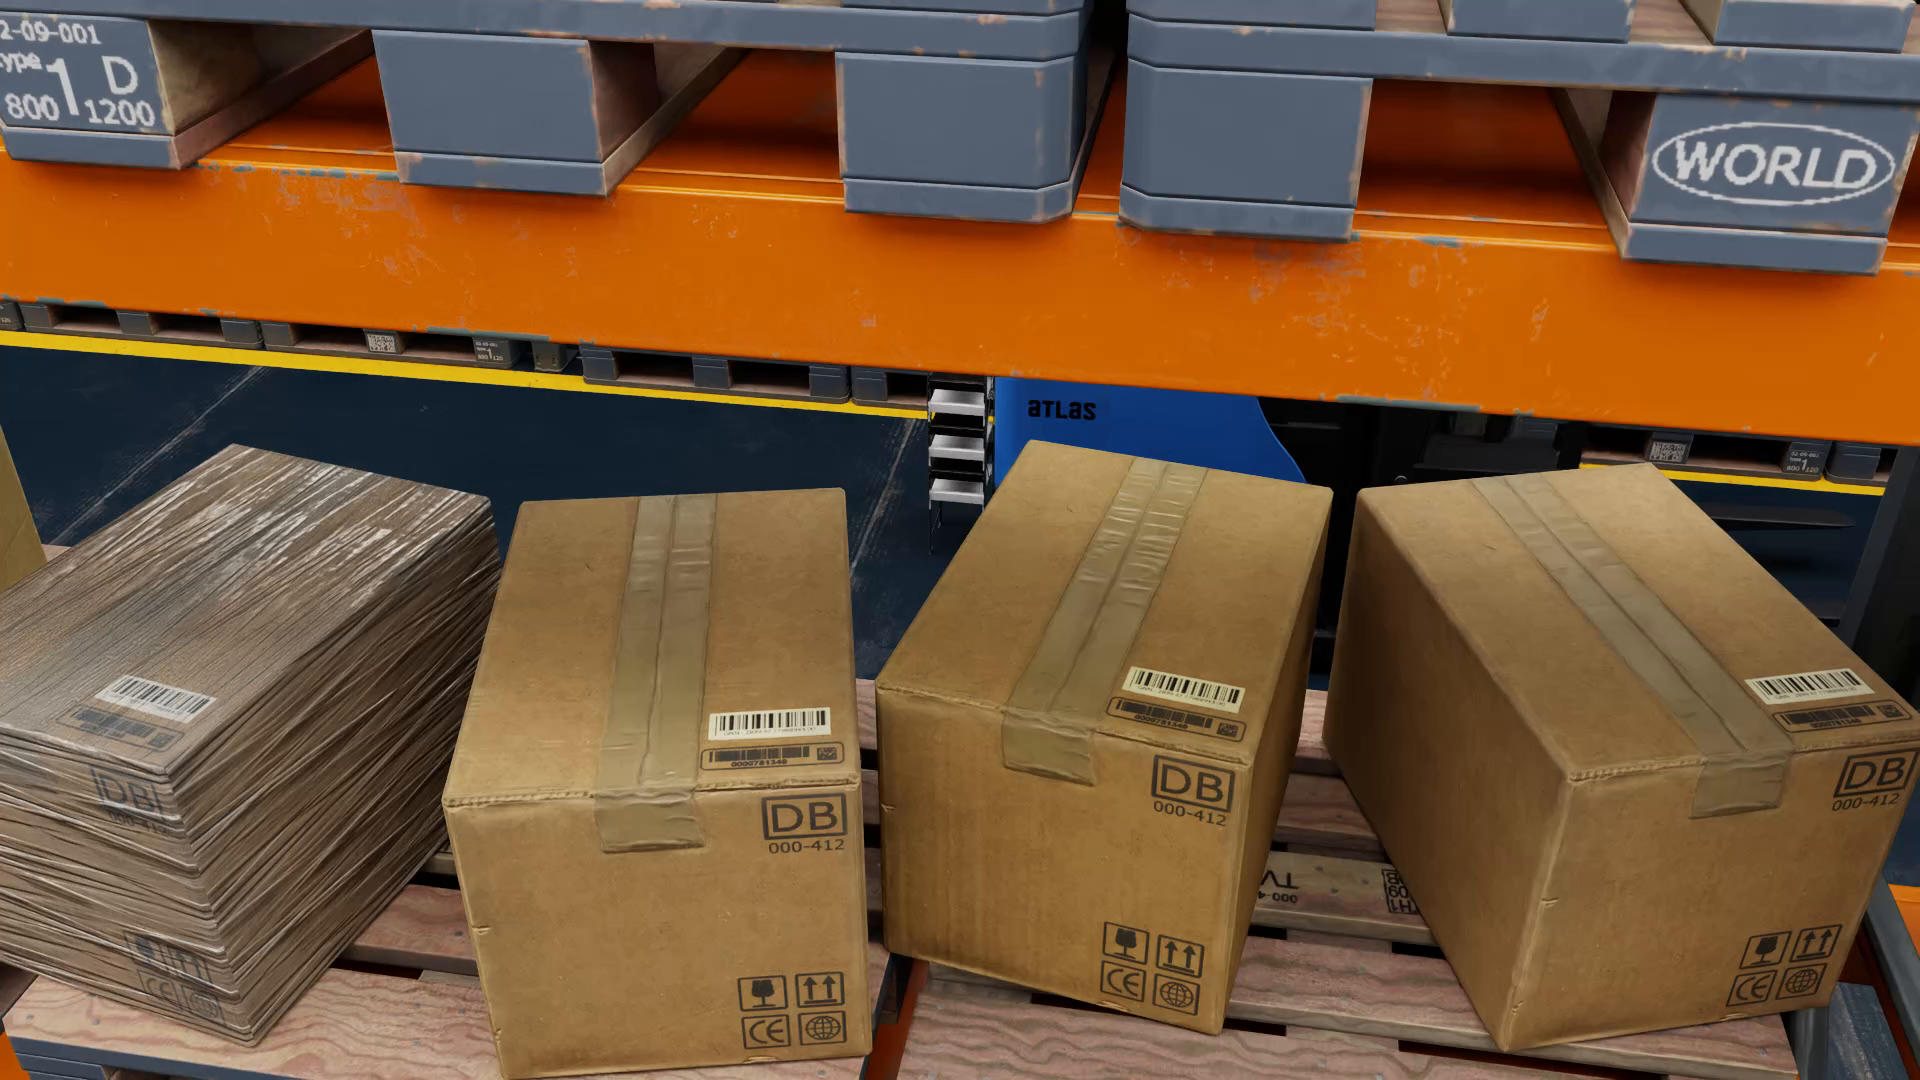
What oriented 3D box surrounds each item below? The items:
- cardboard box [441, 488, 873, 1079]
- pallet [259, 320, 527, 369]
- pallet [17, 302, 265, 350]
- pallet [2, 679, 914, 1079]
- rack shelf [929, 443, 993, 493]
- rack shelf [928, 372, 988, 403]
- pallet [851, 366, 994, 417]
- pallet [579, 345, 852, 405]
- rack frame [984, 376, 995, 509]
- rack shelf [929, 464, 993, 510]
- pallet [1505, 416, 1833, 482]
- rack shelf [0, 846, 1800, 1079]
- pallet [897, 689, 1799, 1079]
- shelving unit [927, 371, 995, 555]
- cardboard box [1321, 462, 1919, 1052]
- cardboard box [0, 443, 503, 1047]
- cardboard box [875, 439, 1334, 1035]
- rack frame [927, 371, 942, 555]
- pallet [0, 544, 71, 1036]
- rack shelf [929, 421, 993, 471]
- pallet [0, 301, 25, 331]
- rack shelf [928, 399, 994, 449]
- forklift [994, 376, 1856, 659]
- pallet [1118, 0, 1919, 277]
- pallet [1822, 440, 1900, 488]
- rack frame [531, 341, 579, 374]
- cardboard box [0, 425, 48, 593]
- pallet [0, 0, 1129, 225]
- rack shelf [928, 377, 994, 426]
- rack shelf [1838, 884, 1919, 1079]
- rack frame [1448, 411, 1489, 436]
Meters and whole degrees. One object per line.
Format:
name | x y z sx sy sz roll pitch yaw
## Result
cardboard box | -0.399 0.323 2.417 0.500 0.500 0.700 -3 32 -4
pallet | -2.530 -1.168 7.917 1.213 0.211 1.003 5 32 8
pallet | -3.729 -1.278 8.093 1.213 0.211 1.003 5 32 8
pallet | -0.672 0.564 2.702 1.213 0.211 1.003 5 32 8
rack shelf | 0.008 -0.276 6.076 0.200 0.077 0.258 5 32 8
rack shelf | 0.008 -0.581 5.884 0.200 0.077 0.258 5 32 8
pallet | 0.204 -0.878 7.453 1.213 0.211 1.003 5 32 8
pallet | -0.995 -0.988 7.629 1.213 0.211 1.003 5 32 8
rack frame | 0.108 -0.372 5.996 0.006 0.900 0.240 5 32 8
rack shelf | 0.008 -0.200 6.123 0.200 0.077 0.258 5 32 8
pallet | 2.920 -0.632 7.060 1.213 0.211 1.003 5 32 8
rack shelf | -0.618 0.795 2.831 4.000 0.370 1.077 5 32 8
pallet | 0.584 0.622 2.611 1.213 0.211 1.003 5 32 8
shelving unit | 0.008 -0.381 6.010 0.210 0.900 0.258 5 32 8
cardboard box | 0.924 0.289 2.471 0.500 0.500 0.700 -5 32 -8
cardboard box | -1.080 0.270 2.501 0.500 0.500 0.700 11 34 17
cardboard box | 0.236 0.261 2.516 0.500 0.500 0.700 10 33 16
rack frame | -0.092 -0.390 6.025 0.006 0.900 0.240 5 32 8
pallet | -1.910 0.417 2.938 1.003 0.211 1.213 5 32 8
rack shelf | 0.008 -0.352 6.028 0.200 0.077 0.258 5 32 8
pallet | -4.935 -1.386 8.265 1.213 0.211 1.003 5 32 8
rack shelf | 0.008 -0.429 5.980 0.200 0.077 0.258 5 32 8
forklift | 1.653 -1.057 5.175 3.031 2.935 1.130 4 32 6
pallet | 0.722 -0.618 1.760 1.003 0.211 1.213 5 32 8
pallet | 4.126 -0.524 6.888 1.213 0.211 1.003 5 32 8
rack frame | -1.760 -2.280 7.065 0.127 3.000 1.000 5 32 8
cardboard box | -1.950 0.088 2.791 0.500 0.500 0.700 -5 32 -8
pallet | -0.301 -0.709 1.906 1.003 0.211 1.213 5 32 8
rack shelf | 0.008 -0.505 5.932 0.200 0.077 0.258 5 32 8
rack shelf | 3.325 1.152 2.260 4.000 0.370 1.077 5 32 8
rack frame | 2.183 -1.922 6.494 0.127 3.000 1.000 5 32 8
